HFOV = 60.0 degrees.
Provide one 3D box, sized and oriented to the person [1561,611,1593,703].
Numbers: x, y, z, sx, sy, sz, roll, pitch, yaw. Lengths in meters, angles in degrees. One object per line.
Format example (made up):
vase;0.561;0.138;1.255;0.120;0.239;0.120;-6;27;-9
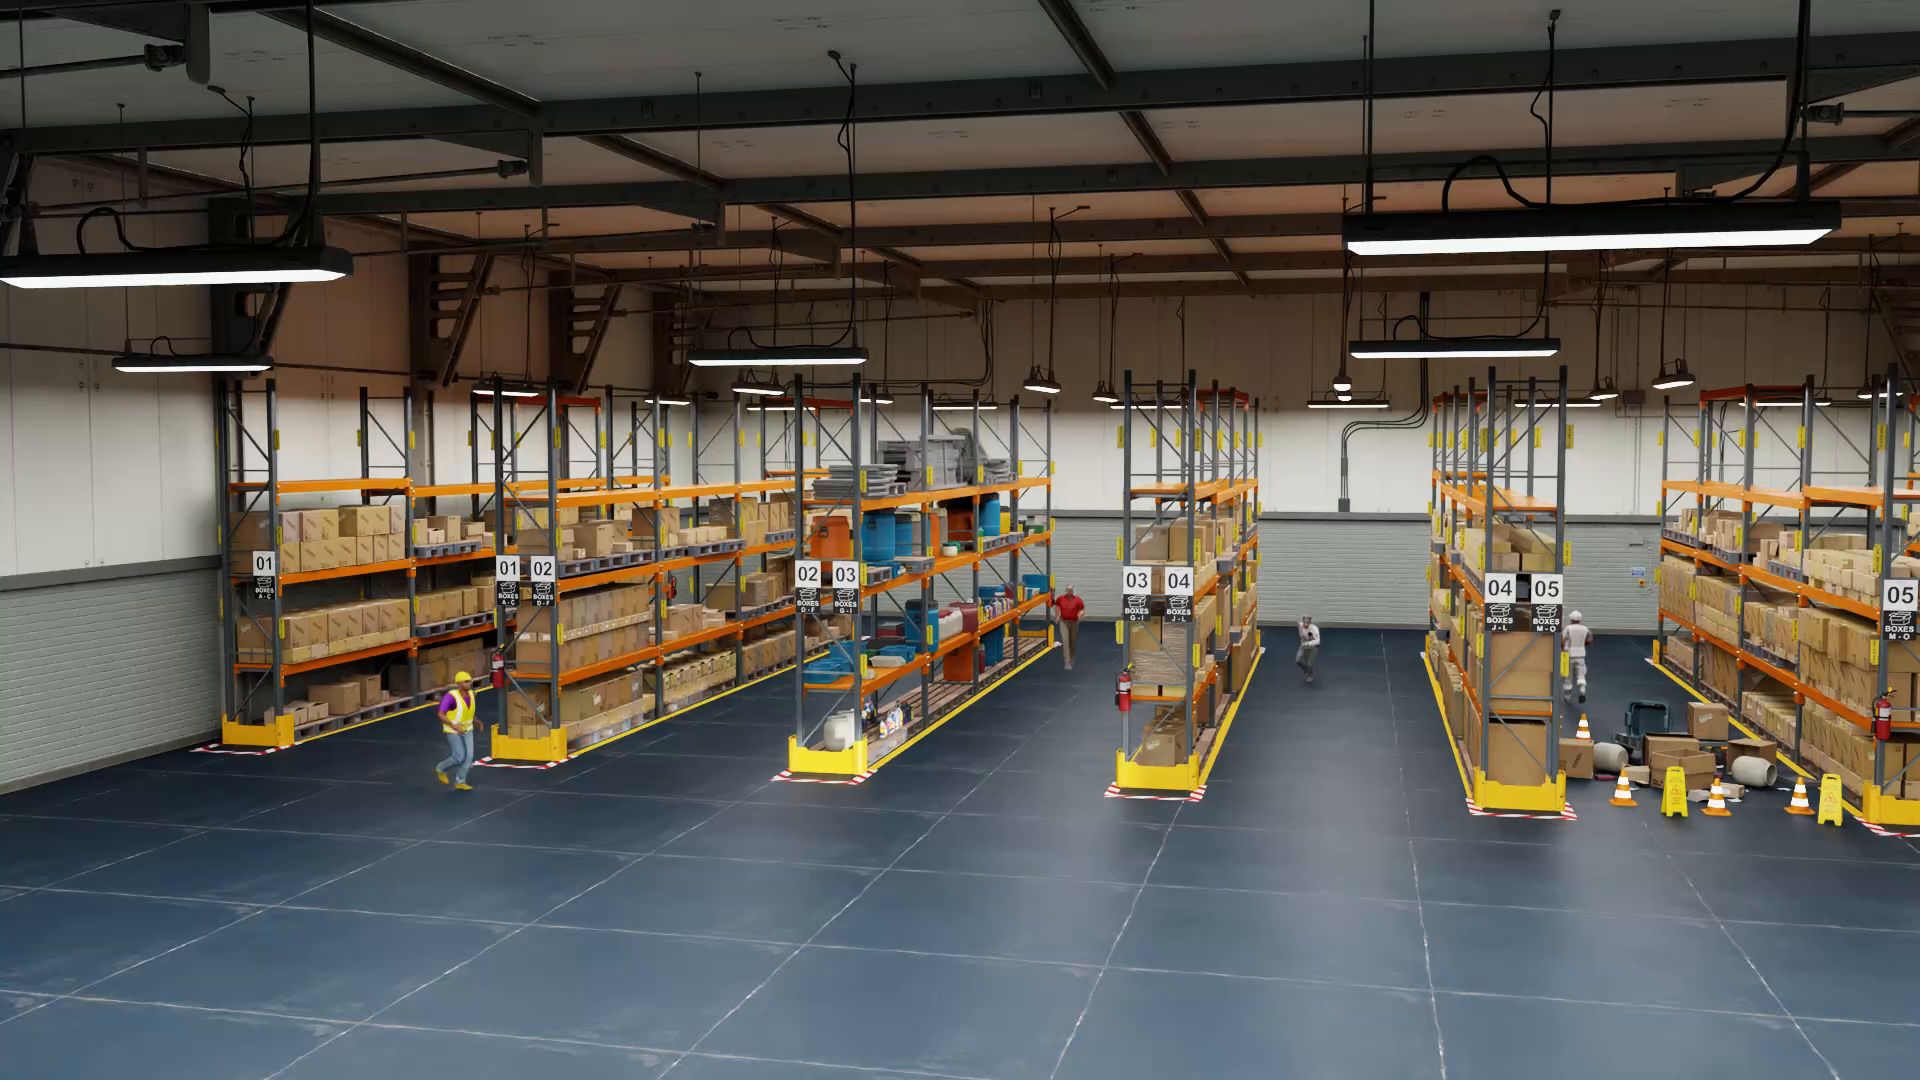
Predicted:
person;11.586;2.210;31.318;0.642;1.765;1.000;1;3;10

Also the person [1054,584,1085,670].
person;2.286;1.796;34.703;0.627;1.757;0.886;0;3;1

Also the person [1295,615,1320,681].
person;7.147;2.225;34.142;0.617;1.435;0.926;2;4;35

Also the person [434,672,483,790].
person;-7.233;2.729;23.843;0.689;1.712;0.700;2;4;32
